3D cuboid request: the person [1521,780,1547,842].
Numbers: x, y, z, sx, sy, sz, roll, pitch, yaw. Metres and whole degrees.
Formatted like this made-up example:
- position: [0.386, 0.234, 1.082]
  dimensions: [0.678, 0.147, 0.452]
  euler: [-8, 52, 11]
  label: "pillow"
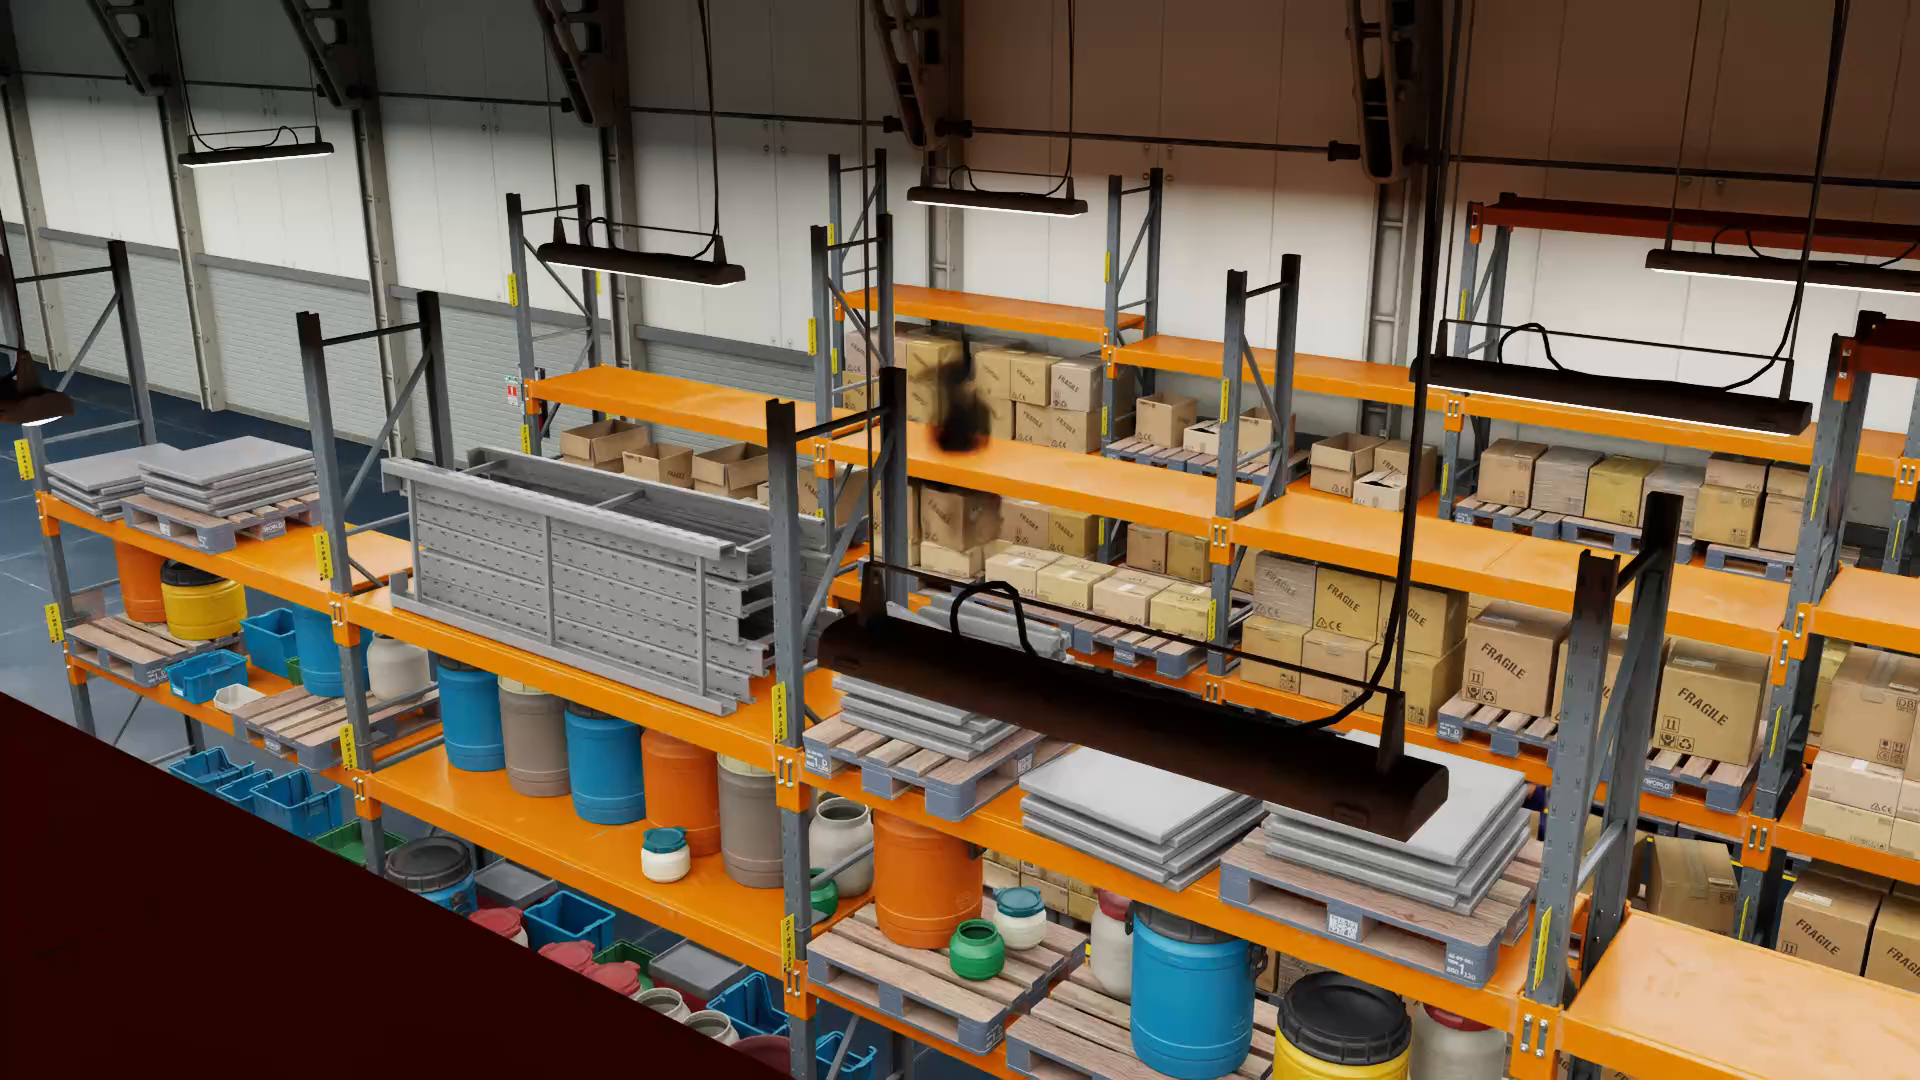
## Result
- position: [5.295, 2.335, 15.643]
  dimensions: [0.905, 1.601, 0.550]
  euler: [8, 20, 22]
  label: "person"
